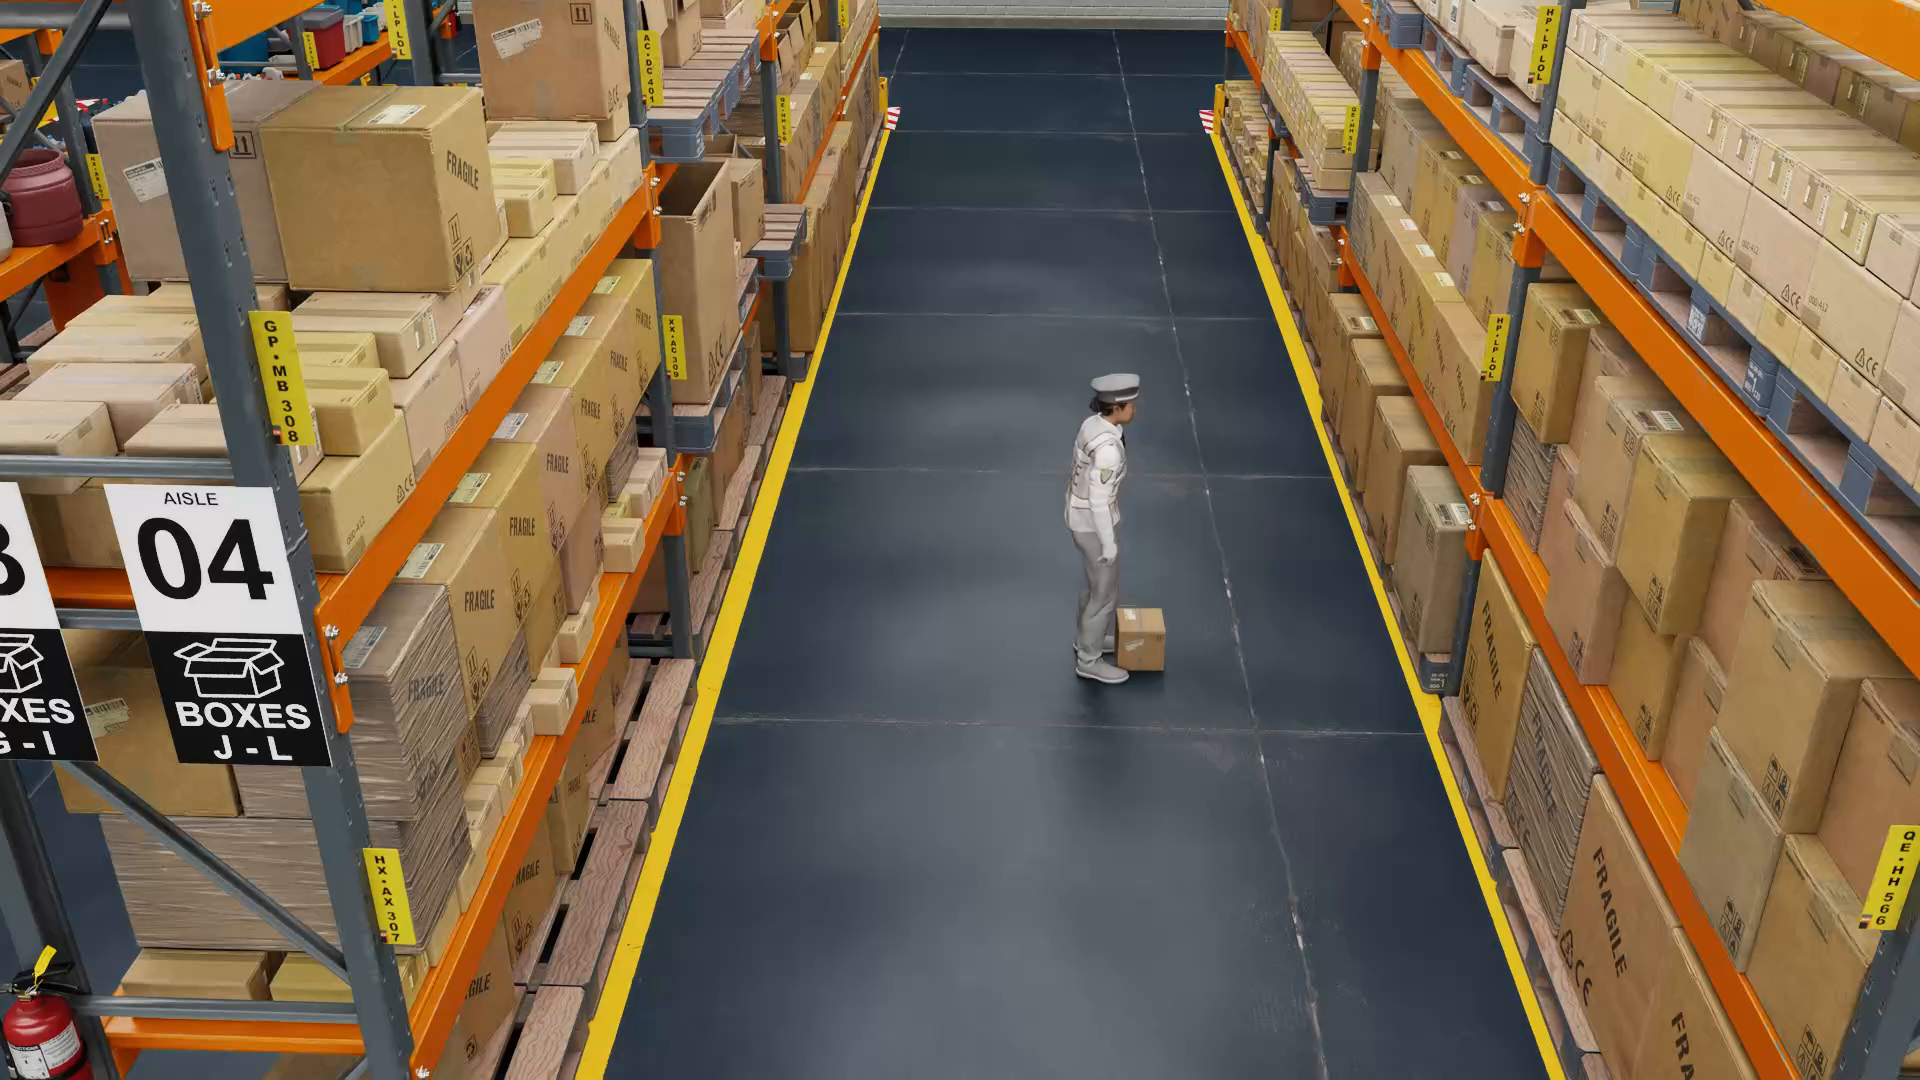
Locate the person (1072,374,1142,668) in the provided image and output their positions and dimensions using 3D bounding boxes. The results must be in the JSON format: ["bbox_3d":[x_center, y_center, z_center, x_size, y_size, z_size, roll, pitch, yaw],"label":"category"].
[{"bbox_3d":[0.755,-0.107,8.753,0.344,1.600,0.508,0,28,-1],"label":"person"}]
